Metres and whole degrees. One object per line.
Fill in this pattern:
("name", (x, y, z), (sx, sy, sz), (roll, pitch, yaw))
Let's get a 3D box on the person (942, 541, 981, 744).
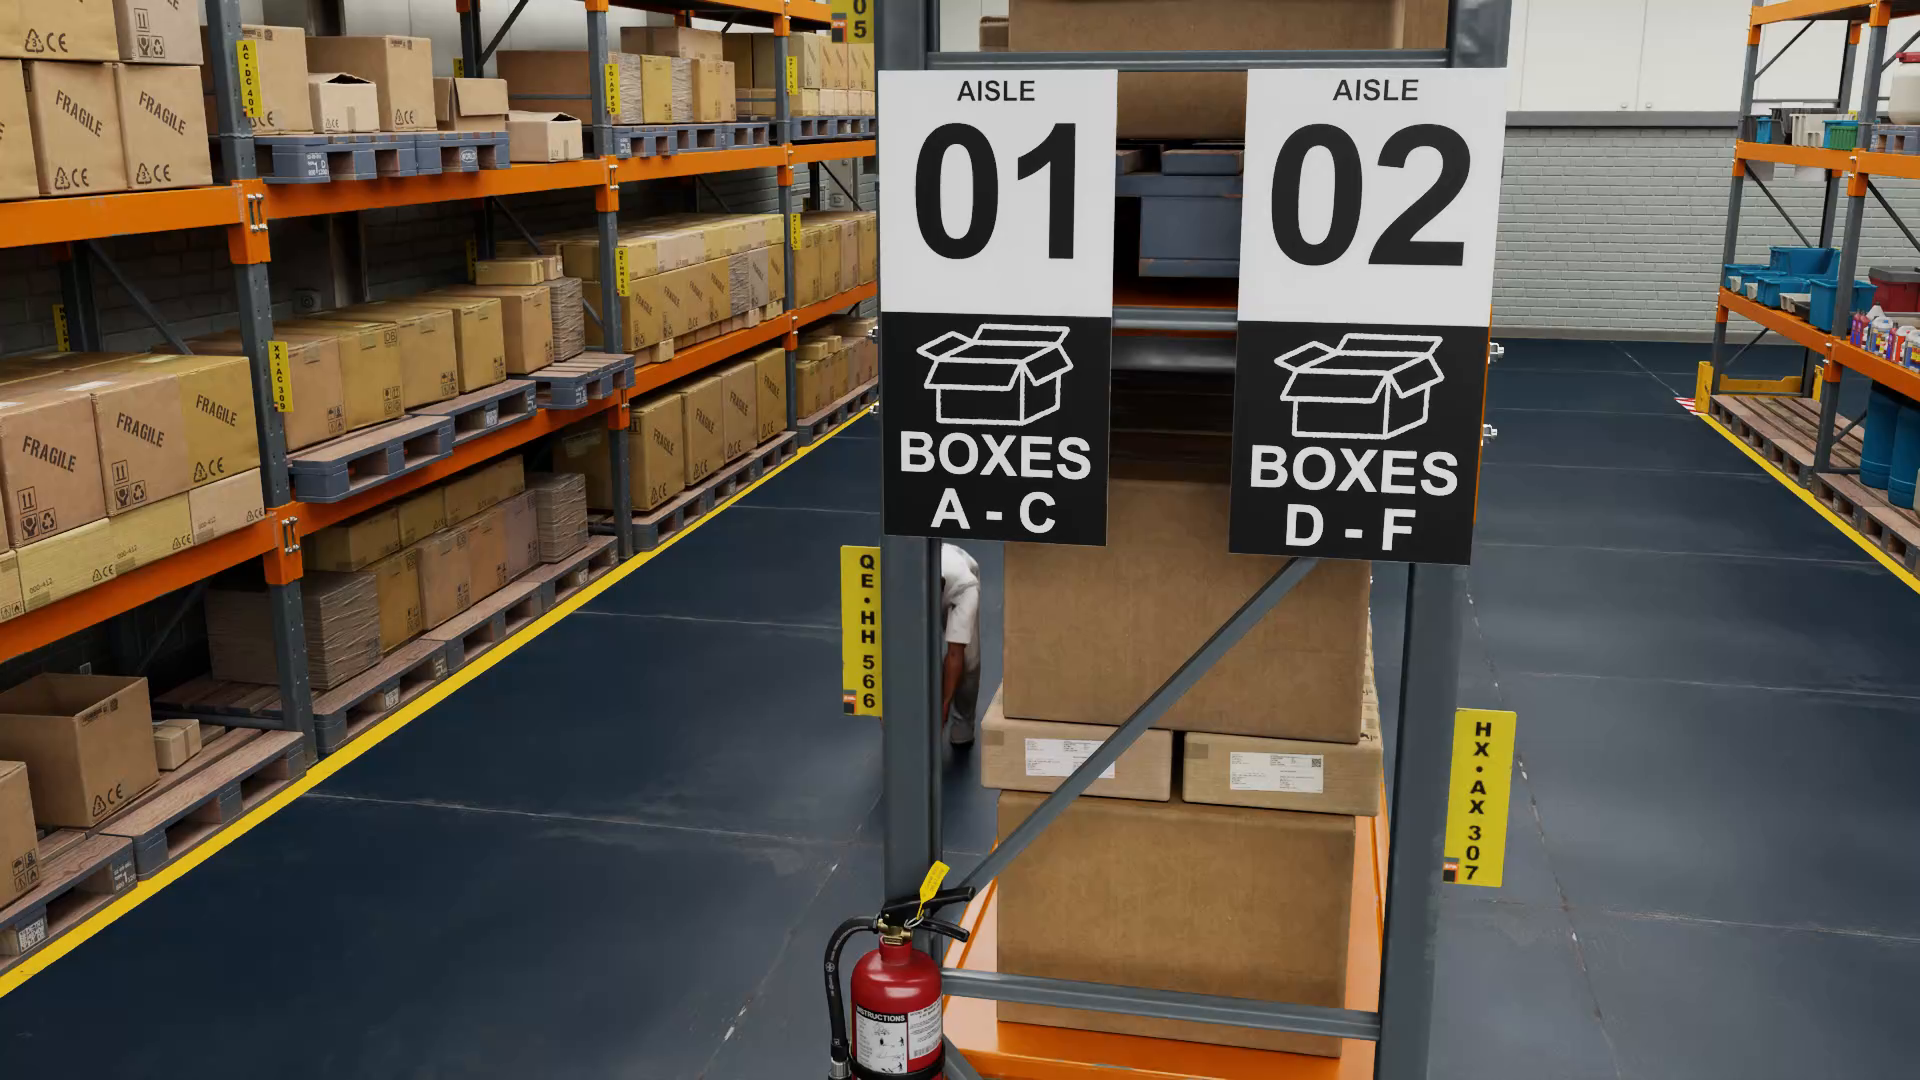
("person", (-0.143, 0.520, 8.280), (0.507, 1.102, 0.965), (2, 15, 8))
